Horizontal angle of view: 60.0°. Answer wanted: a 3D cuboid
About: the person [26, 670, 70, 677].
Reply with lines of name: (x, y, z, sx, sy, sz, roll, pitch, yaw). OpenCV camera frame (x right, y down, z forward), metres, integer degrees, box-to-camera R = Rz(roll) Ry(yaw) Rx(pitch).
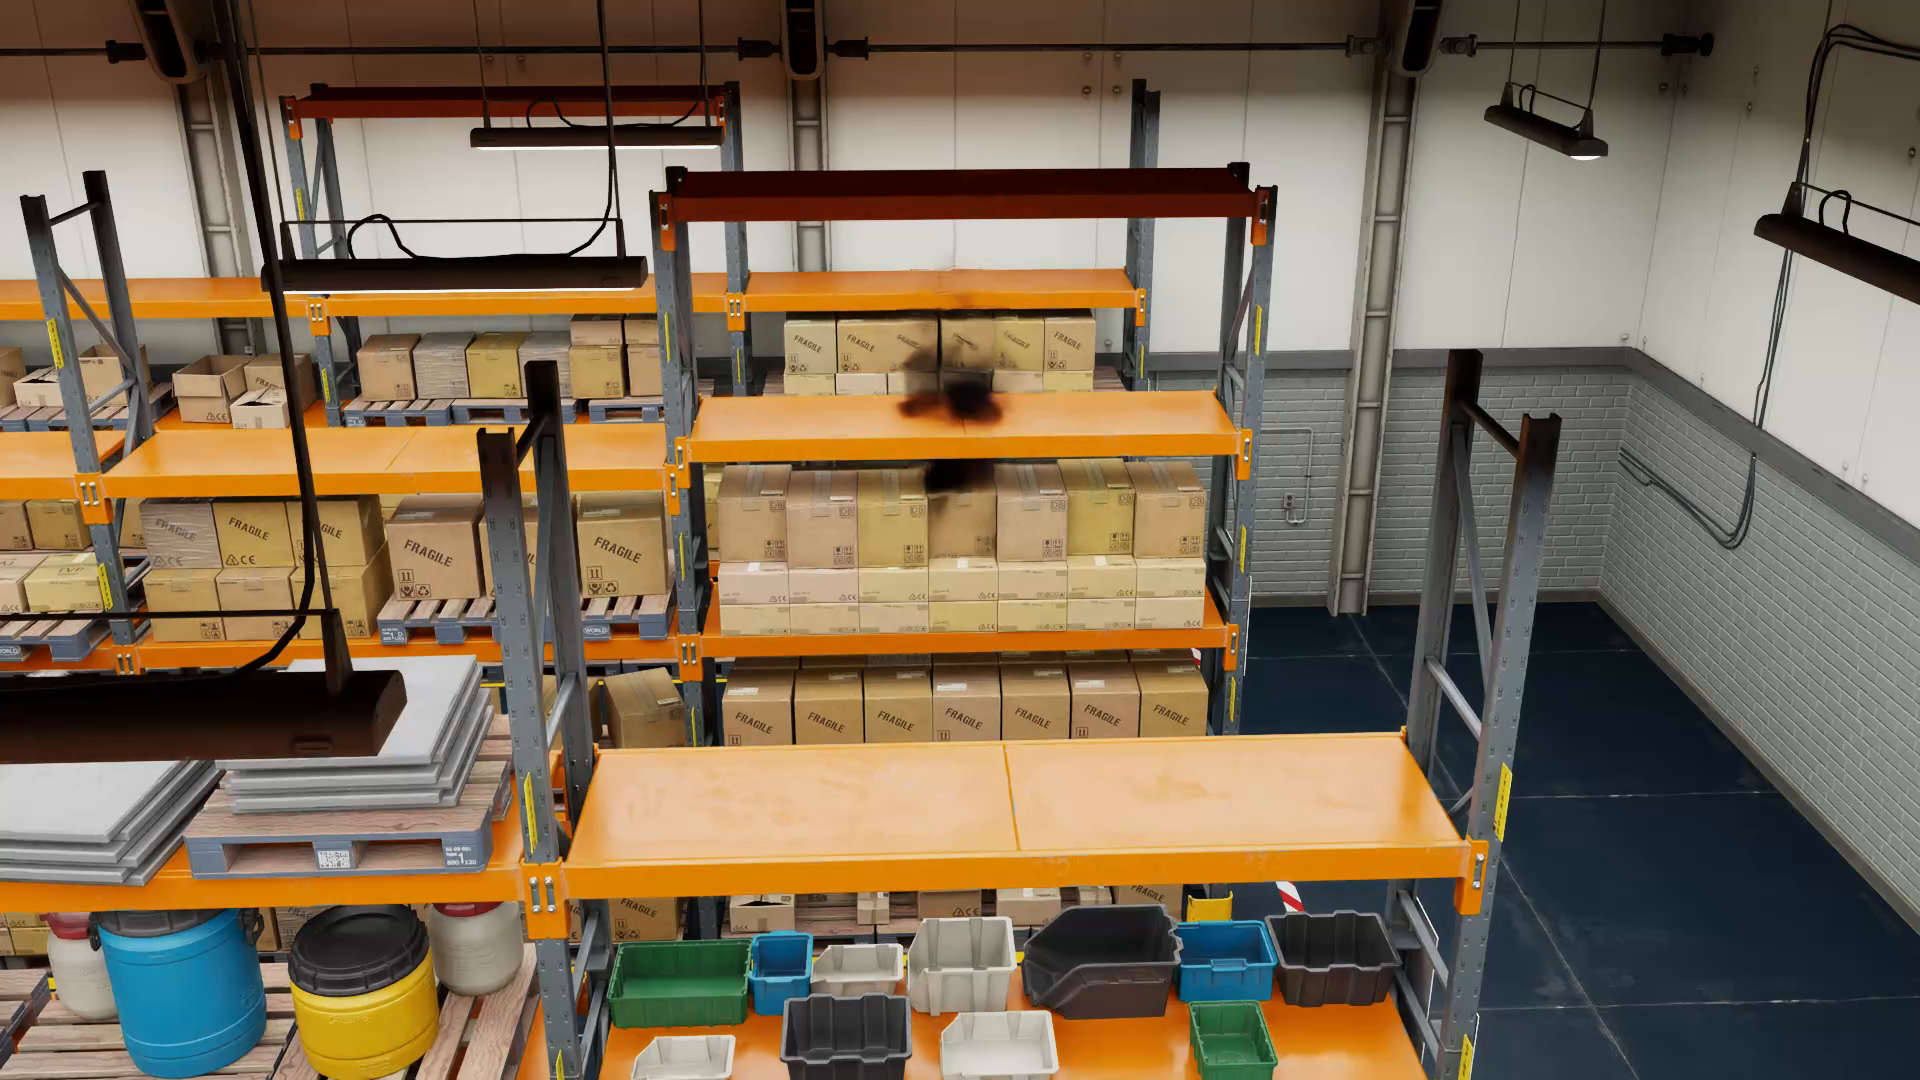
person: (-8.034, 1.676, 14.690, 0.992, 1.743, 0.678, -2, 22, -6)
